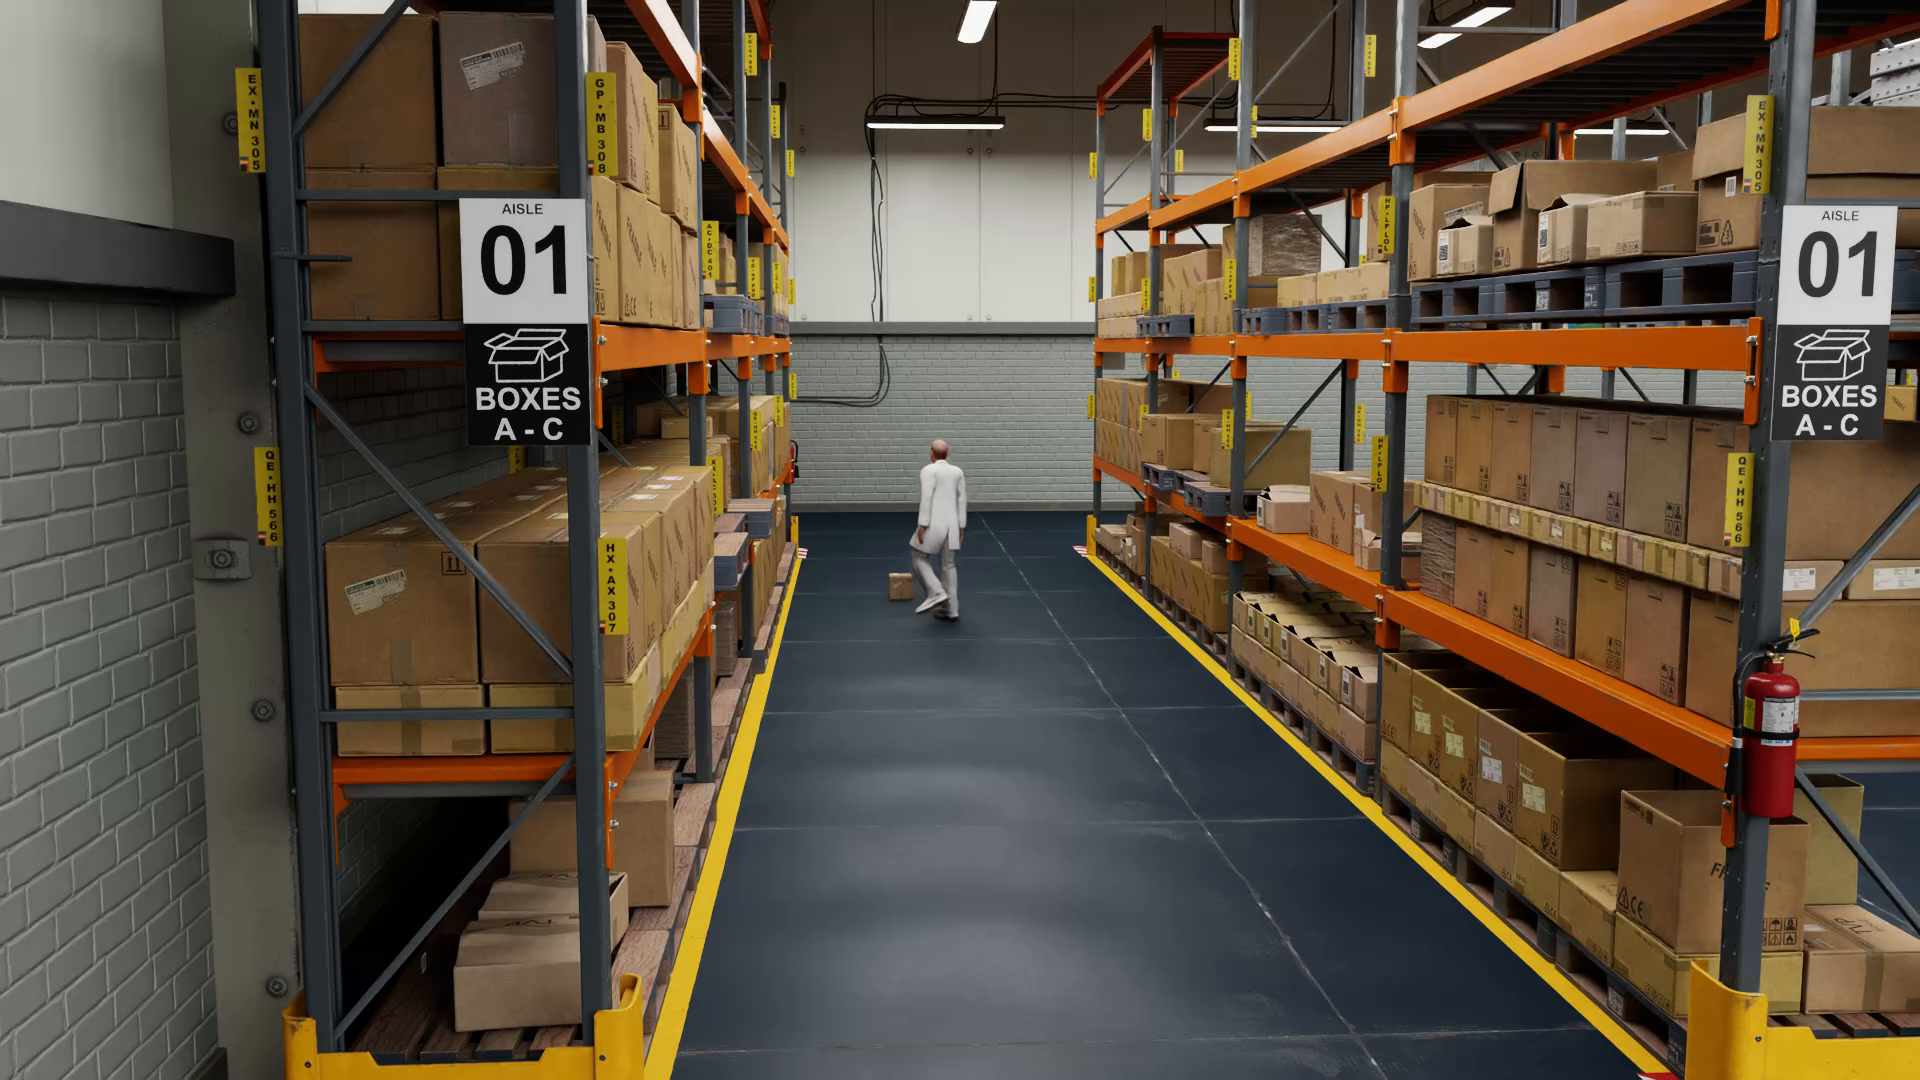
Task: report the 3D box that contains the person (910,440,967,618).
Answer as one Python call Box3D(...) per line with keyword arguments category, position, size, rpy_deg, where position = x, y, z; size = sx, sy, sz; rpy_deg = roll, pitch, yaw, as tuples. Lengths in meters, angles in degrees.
Box3D(category="person", position=(-0.193, -0.117, 16.672), size=(0.635, 1.768, 0.521), rpy_deg=(-5, 8, -35))
